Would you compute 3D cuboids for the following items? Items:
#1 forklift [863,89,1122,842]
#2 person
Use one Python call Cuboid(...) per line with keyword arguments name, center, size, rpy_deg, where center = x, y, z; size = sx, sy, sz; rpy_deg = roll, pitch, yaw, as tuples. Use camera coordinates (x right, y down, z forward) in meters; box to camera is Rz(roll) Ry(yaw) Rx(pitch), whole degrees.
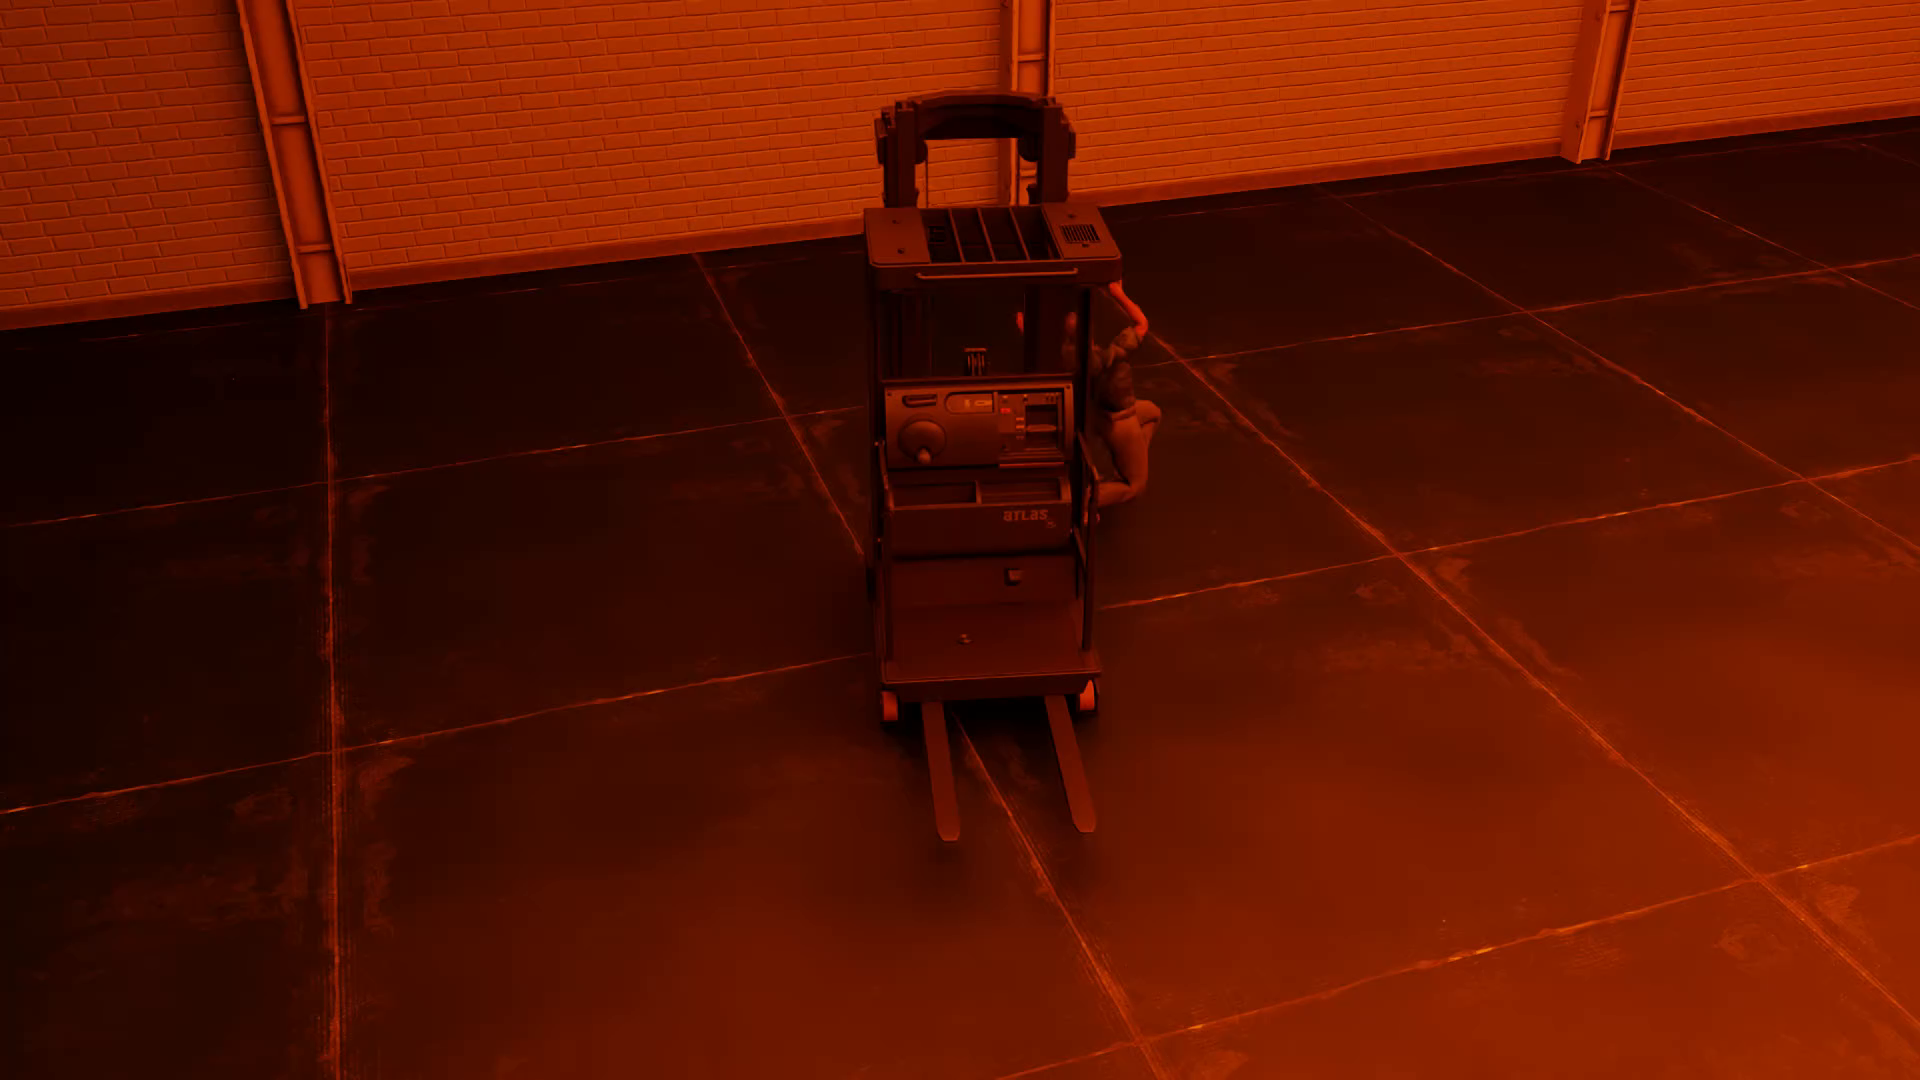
Cuboid(name="forklift", center=(0.118, -0.524, 7.997), size=(1.130, 2.935, 3.031), rpy_deg=(-3, 30, -5))
Cuboid(name="person", center=(0.817, -0.923, 10.166), size=(0.798, 1.512, 1.016), rpy_deg=(-15, 33, -24))
